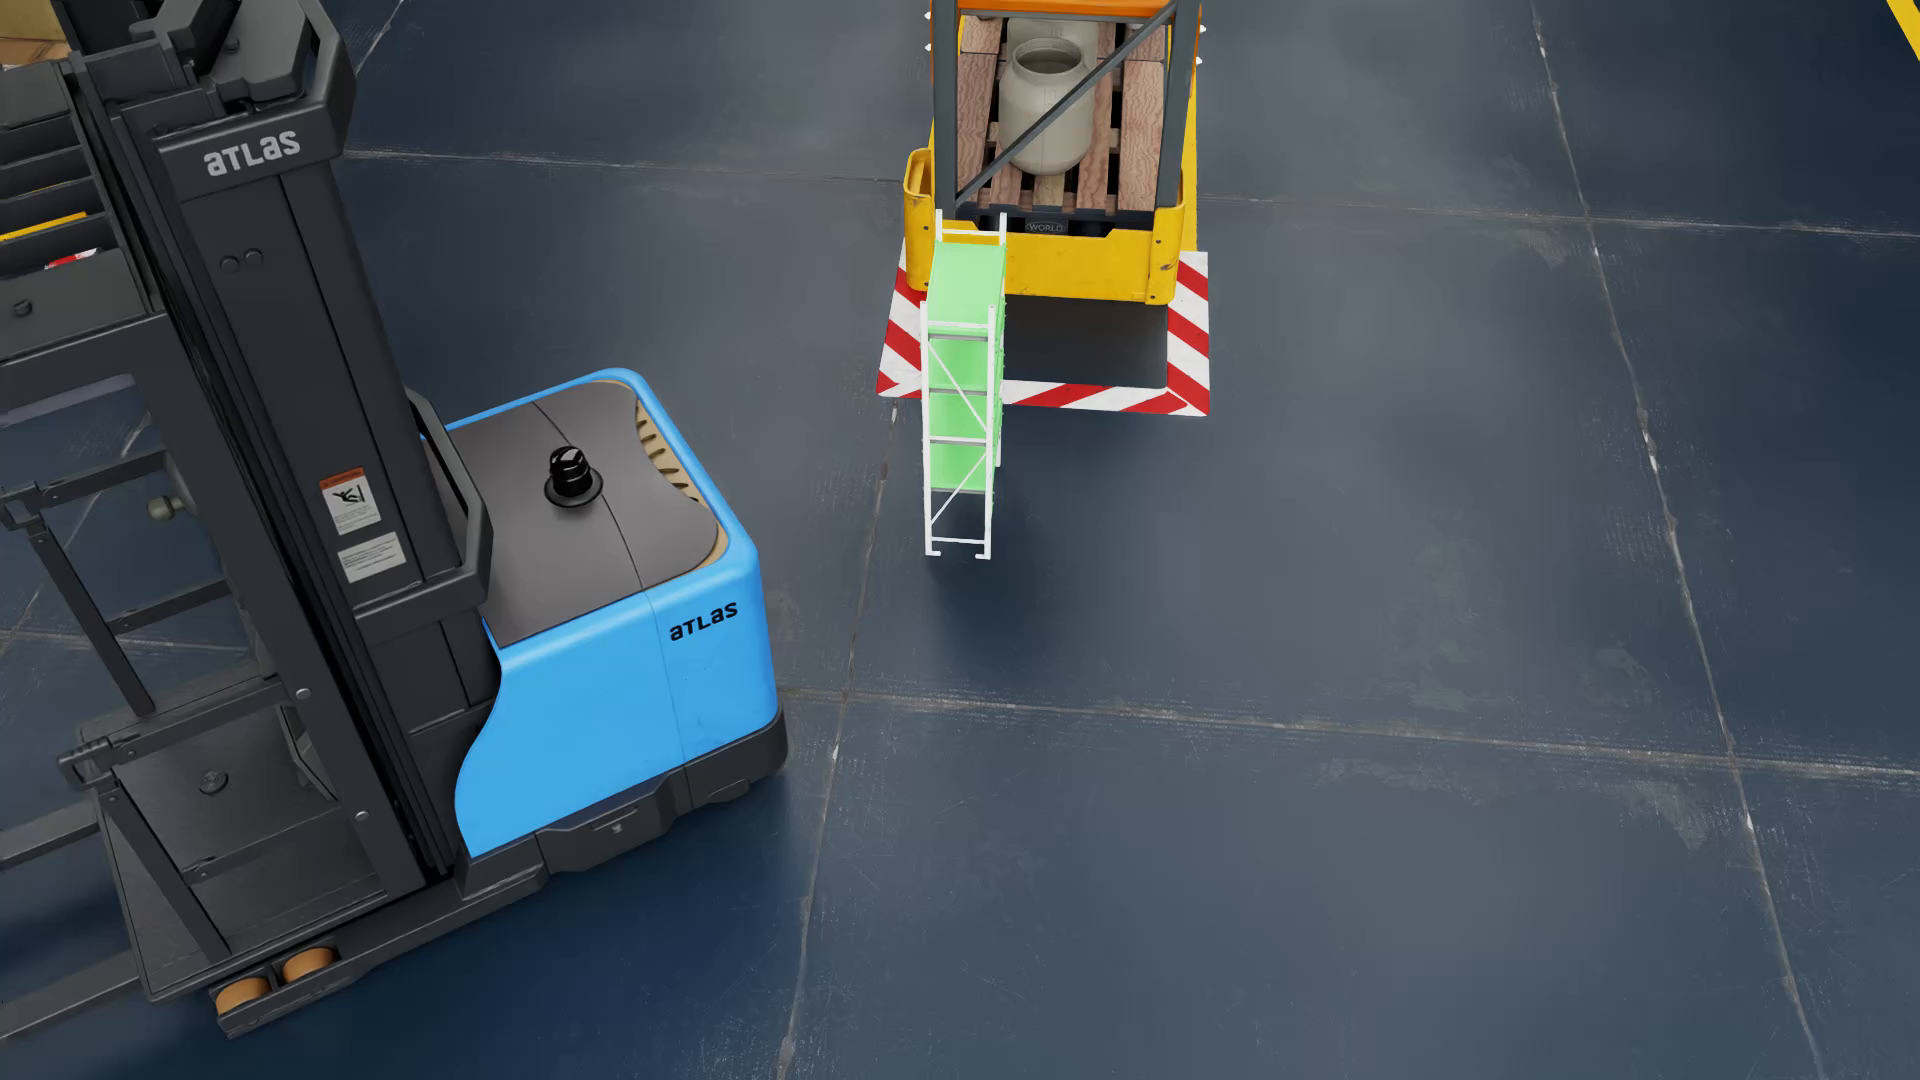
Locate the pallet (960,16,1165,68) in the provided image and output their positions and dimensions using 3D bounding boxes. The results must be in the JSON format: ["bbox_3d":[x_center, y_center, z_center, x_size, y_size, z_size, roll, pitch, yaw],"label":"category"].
[{"bbox_3d":[0.551,-2.739,8.612,1.003,0.211,1.213,4,48,4],"label":"pallet"}]

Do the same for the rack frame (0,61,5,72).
[{"bbox_3d":[-4.534,-2.466,6.473,1.000,3.000,0.127,4,48,4],"label":"rack frame"}]

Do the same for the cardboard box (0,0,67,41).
[{"bbox_3d":[-4.220,-2.680,7.739,0.500,0.500,0.500,4,48,4],"label":"cardboard box"}]

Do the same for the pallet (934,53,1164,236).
[{"bbox_3d":[0.437,-1.845,7.794,1.003,0.211,1.213,4,48,4],"label":"pallet"}]

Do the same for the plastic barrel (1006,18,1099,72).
[{"bbox_3d":[0.427,-2.289,7.713,0.421,0.512,0.421,0,48,0],"label":"plastic barrel"}]

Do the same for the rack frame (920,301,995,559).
[{"bbox_3d":[-0.007,-0.347,5.755,0.240,1.200,0.015,4,48,4],"label":"rack frame"}]

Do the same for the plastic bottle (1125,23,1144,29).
[{"bbox_3d":[0.873,-2.669,8.209,0.097,0.271,0.097,0,48,0],"label":"plastic bottle"}]

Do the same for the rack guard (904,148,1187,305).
[{"bbox_3d":[0.358,-1.346,7.142,1.175,0.500,0.348,4,48,4],"label":"rack guard"}]

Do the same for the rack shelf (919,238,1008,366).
[{"bbox_3d":[0.015,-0.807,5.611,0.258,0.148,0.480,4,48,4],"label":"rack shelf"}]

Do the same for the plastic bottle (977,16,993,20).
[{"bbox_3d":[0.129,-2.713,8.297,0.097,0.201,0.097,0,48,0],"label":"plastic bottle"}]

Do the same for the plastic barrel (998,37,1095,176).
[{"bbox_3d":[0.382,-1.921,7.376,0.421,0.512,0.421,0,48,0],"label":"plastic barrel"}]

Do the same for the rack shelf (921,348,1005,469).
[{"bbox_3d":[0.015,-0.483,5.966,0.258,0.148,0.480,4,48,4],"label":"rack shelf"}]

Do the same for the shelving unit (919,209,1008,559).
[{"bbox_3d":[0.015,-0.527,5.919,0.258,1.200,0.503,4,48,4],"label":"shelving unit"}]

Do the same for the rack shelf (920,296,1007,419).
[{"bbox_3d":[0.015,-0.645,5.789,0.258,0.148,0.480,4,48,4],"label":"rack shelf"}]

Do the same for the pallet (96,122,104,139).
[{"bbox_3d":[-4.507,-2.090,8.018,1.003,0.211,1.213,4,48,4],"label":"pallet"}]

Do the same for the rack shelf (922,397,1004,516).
[{"bbox_3d":[0.015,-0.321,6.143,0.258,0.148,0.480,4,48,4],"label":"rack shelf"}]

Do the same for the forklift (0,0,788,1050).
[{"bbox_3d":[-2.105,0.011,4.253,3.031,2.935,1.130,-23,52,-20],"label":"forklift"}]

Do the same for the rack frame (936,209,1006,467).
[{"bbox_3d":[0.037,-0.706,6.083,0.240,1.200,0.015,4,48,4],"label":"rack frame"}]

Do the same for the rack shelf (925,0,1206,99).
[{"bbox_3d":[0.580,-3.357,7.775,1.077,0.370,4.000,4,48,4],"label":"rack shelf"}]

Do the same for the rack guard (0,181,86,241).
[{"bbox_3d":[-4.537,-1.605,7.379,1.175,0.500,0.348,4,48,4],"label":"rack guard"}]

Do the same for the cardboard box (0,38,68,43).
[{"bbox_3d":[-4.222,-2.427,8.015,0.500,0.250,0.500,4,48,4],"label":"cardboard box"}]

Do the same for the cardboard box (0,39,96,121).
[{"bbox_3d":[-4.264,-2.059,7.679,0.500,0.250,0.500,4,48,4],"label":"cardboard box"}]

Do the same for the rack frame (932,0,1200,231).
[{"bbox_3d":[0.398,-2.130,6.166,1.000,3.000,0.127,4,48,4],"label":"rack frame"}]
